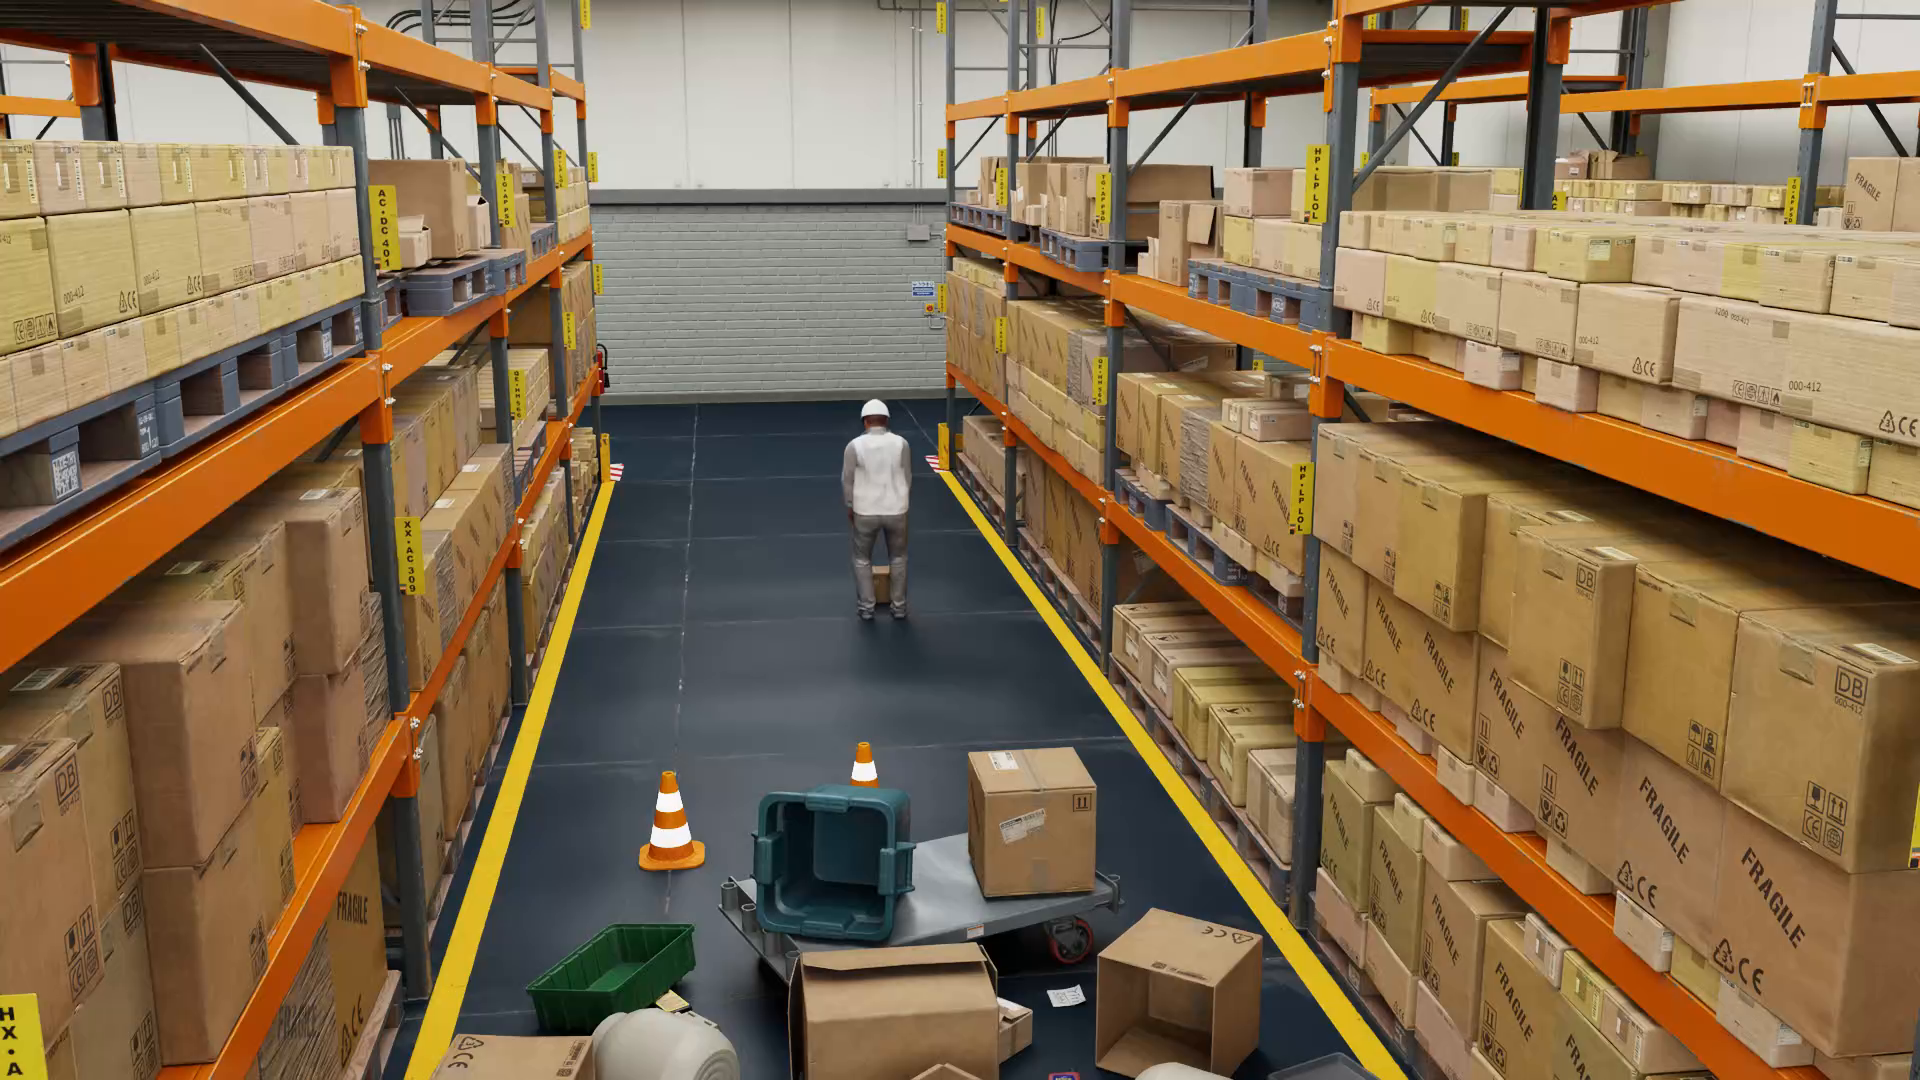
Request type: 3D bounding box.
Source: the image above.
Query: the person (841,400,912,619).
[{"bbox_3d":[-0.653,-0.237,13.090,0.560,1.719,0.476,-2,13,-7],"label":"person"}]
